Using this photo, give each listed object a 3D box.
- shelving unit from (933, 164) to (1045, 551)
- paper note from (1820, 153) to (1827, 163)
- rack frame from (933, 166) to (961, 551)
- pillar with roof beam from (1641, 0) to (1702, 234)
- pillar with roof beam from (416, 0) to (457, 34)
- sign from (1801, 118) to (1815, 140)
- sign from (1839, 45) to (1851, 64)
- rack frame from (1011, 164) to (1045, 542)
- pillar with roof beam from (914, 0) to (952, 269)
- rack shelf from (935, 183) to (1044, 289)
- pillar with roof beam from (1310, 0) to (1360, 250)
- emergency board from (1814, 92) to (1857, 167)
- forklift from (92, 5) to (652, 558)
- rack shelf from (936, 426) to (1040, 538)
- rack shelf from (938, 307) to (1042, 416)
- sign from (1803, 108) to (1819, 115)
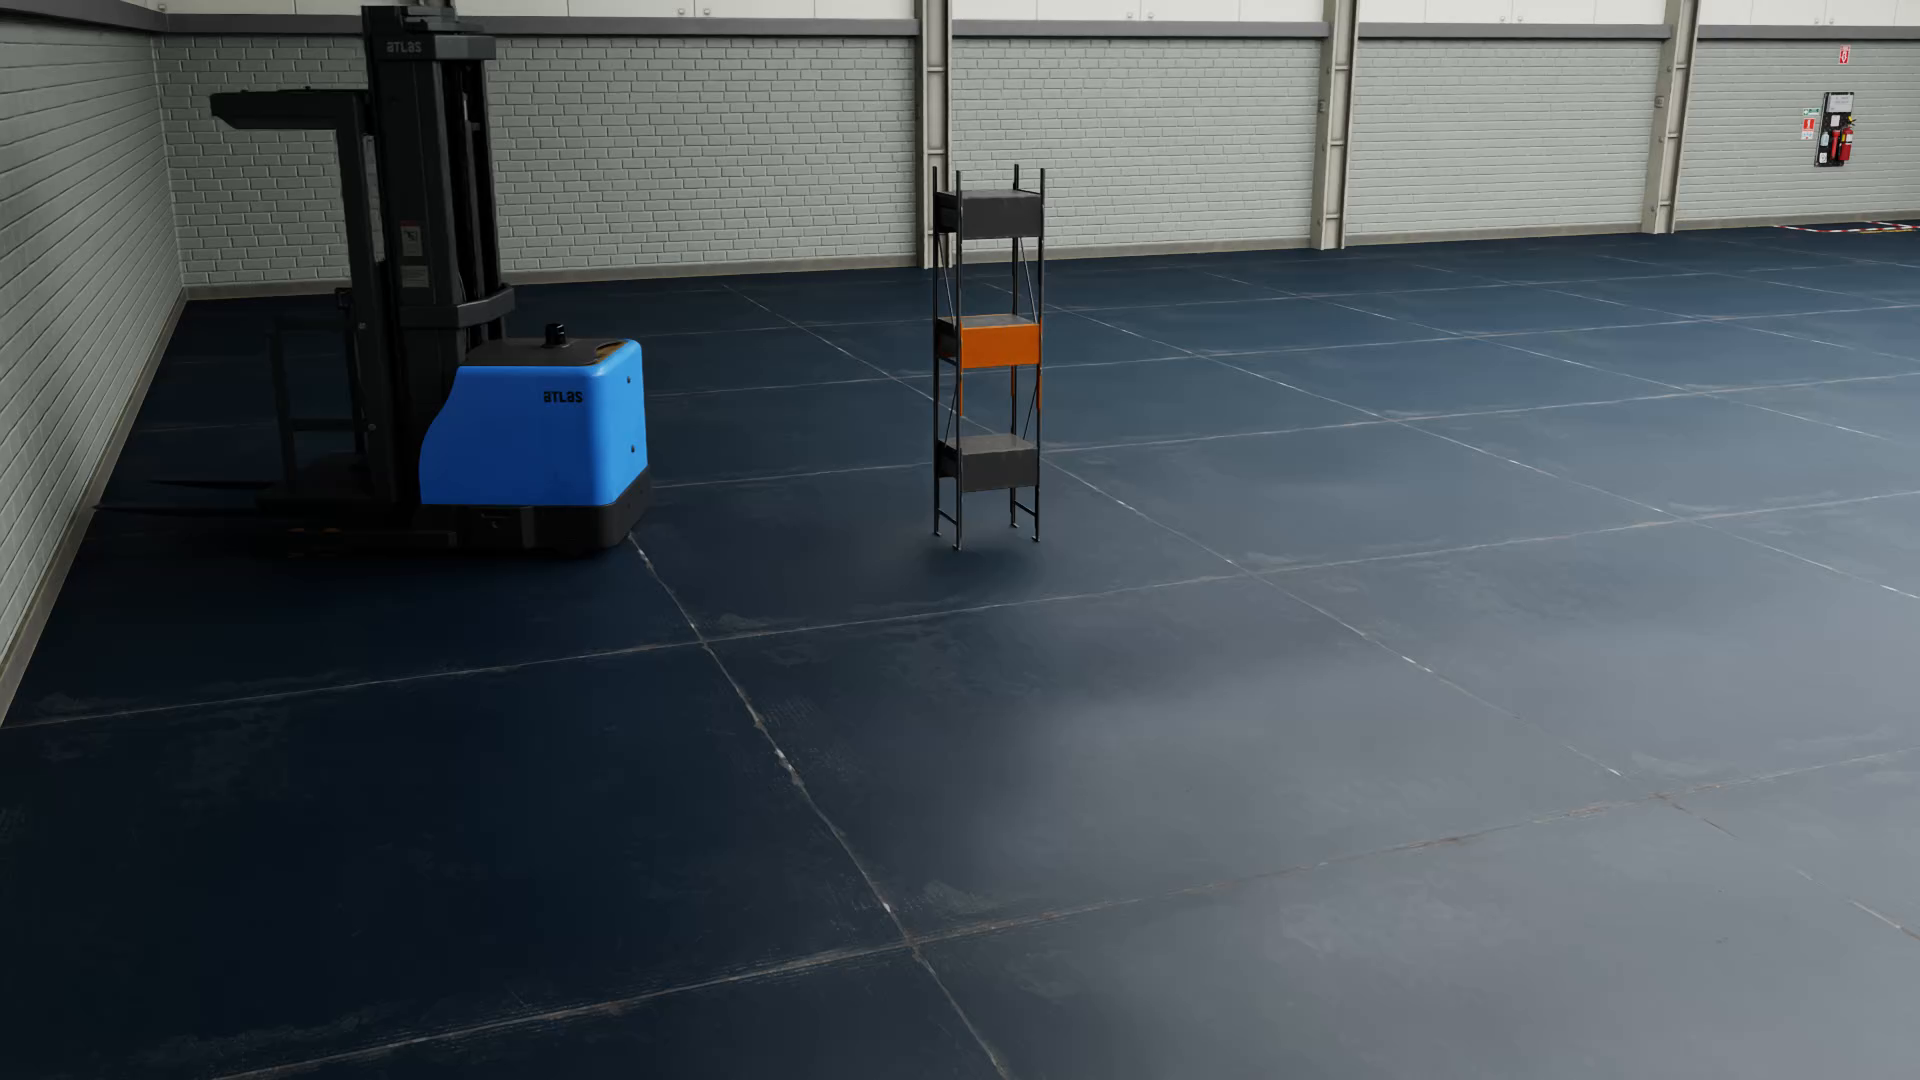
[{"bbox_3d":[0.155,-1.024,9.359,0.503,2.100,0.431,-6,17,-20],"label":"shelving unit"},{"bbox_3d":[13.959,-6.180,26.883,0.142,0.148,0.016,-6,17,-20],"label":"paper note"},{"bbox_3d":[-0.073,-1.000,9.275,0.015,2.100,0.400,-6,17,-20],"label":"rack frame"},{"bbox_3d":[12.408,-7.982,20.810,0.400,9.000,9.100,-6,17,-20],"label":"pillar with roof beam"},{"bbox_3d":[-4.400,-6.168,14.630,0.400,9.000,9.100,-6,17,-20],"label":"pillar with roof beam"},{"bbox_3d":[13.596,-6.591,26.655,0.234,0.329,0.001,-6,17,-20],"label":"sign"},{"bbox_3d":[14.106,-7.740,26.518,0.199,0.298,0.001,-6,17,-20],"label":"sign"},{"bbox_3d":[0.382,-1.049,9.443,0.015,2.100,0.400,-6,17,-20],"label":"rack frame"},{"bbox_3d":[1.203,-6.773,16.690,0.400,9.000,9.100,-6,17,-20],"label":"pillar with roof beam"},{"bbox_3d":[0.155,-1.683,9.166,0.480,0.518,0.431,-6,17,-20],"label":"rack shelf"},{"bbox_3d":[6.806,-7.377,18.750,0.400,9.000,9.100,-6,17,-20],"label":"pillar with roof beam"},{"bbox_3d":[14.149,-6.602,26.758,0.643,1.169,0.194,-6,17,-20],"label":"emergency board"},{"bbox_3d":[-3.401,-1.454,9.347,3.031,2.935,1.130,1,16,2],"label":"forklift"},{"bbox_3d":[0.155,-0.339,9.560,0.480,0.518,0.431,-6,17,-20],"label":"rack shelf"},{"bbox_3d":[0.155,-1.011,9.363,0.480,0.518,0.431,-6,17,-20],"label":"rack shelf"},{"bbox_3d":[13.604,-6.843,26.574,0.331,0.109,0.001,-6,17,-20],"label":"sign"}]
